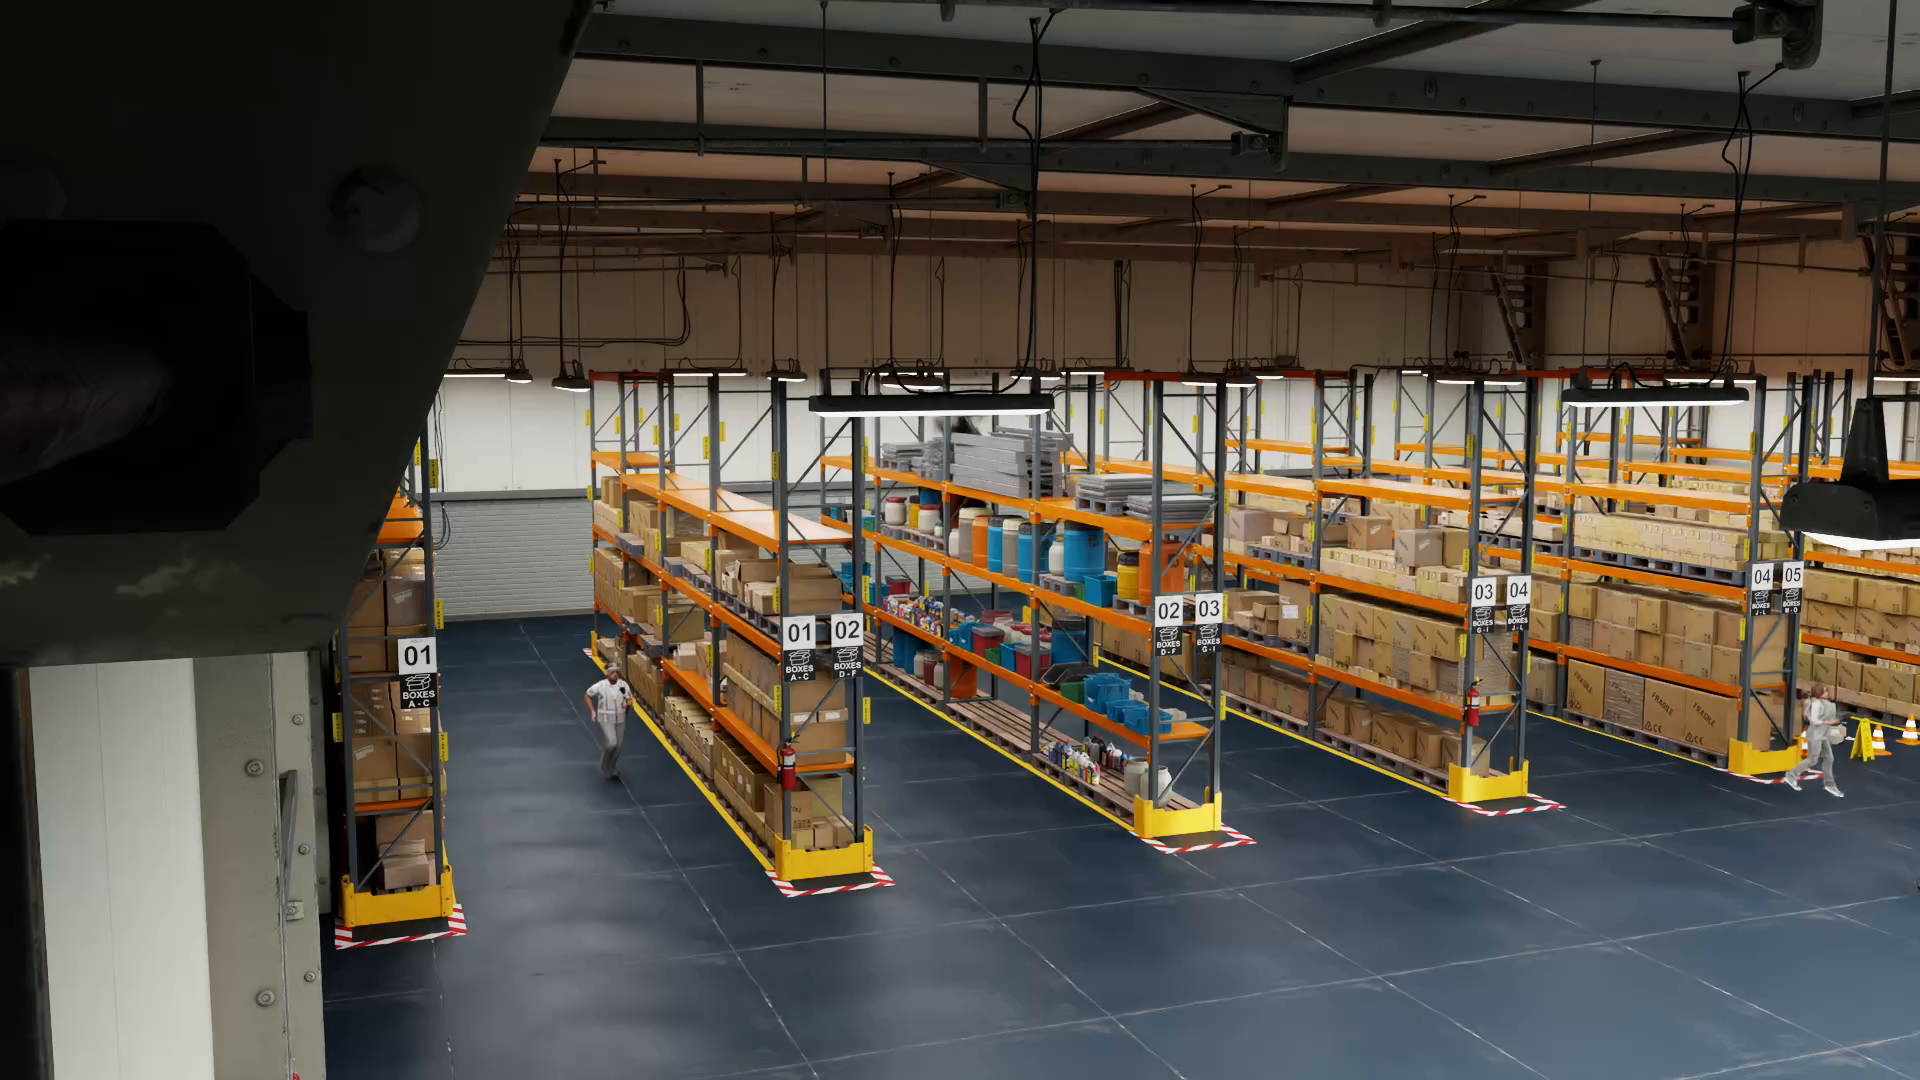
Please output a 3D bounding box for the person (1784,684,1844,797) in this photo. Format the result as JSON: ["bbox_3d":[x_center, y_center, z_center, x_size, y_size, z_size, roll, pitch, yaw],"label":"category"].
[{"bbox_3d":[12.295,2.864,23.879,0.772,1.622,0.542,5,8,36],"label":"person"}]

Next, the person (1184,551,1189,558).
[{"bbox_3d":[5.369,1.063,40.266,0.656,1.598,0.639,5,8,36],"label":"person"}]

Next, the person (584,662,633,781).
[{"bbox_3d":[-5.162,2.696,24.753,0.652,1.773,0.653,-4,8,-35],"label":"person"}]

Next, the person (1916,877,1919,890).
[{"bbox_3d":[11.574,3.335,19.335,0.756,1.770,0.635,1,7,13],"label":"person"}]
